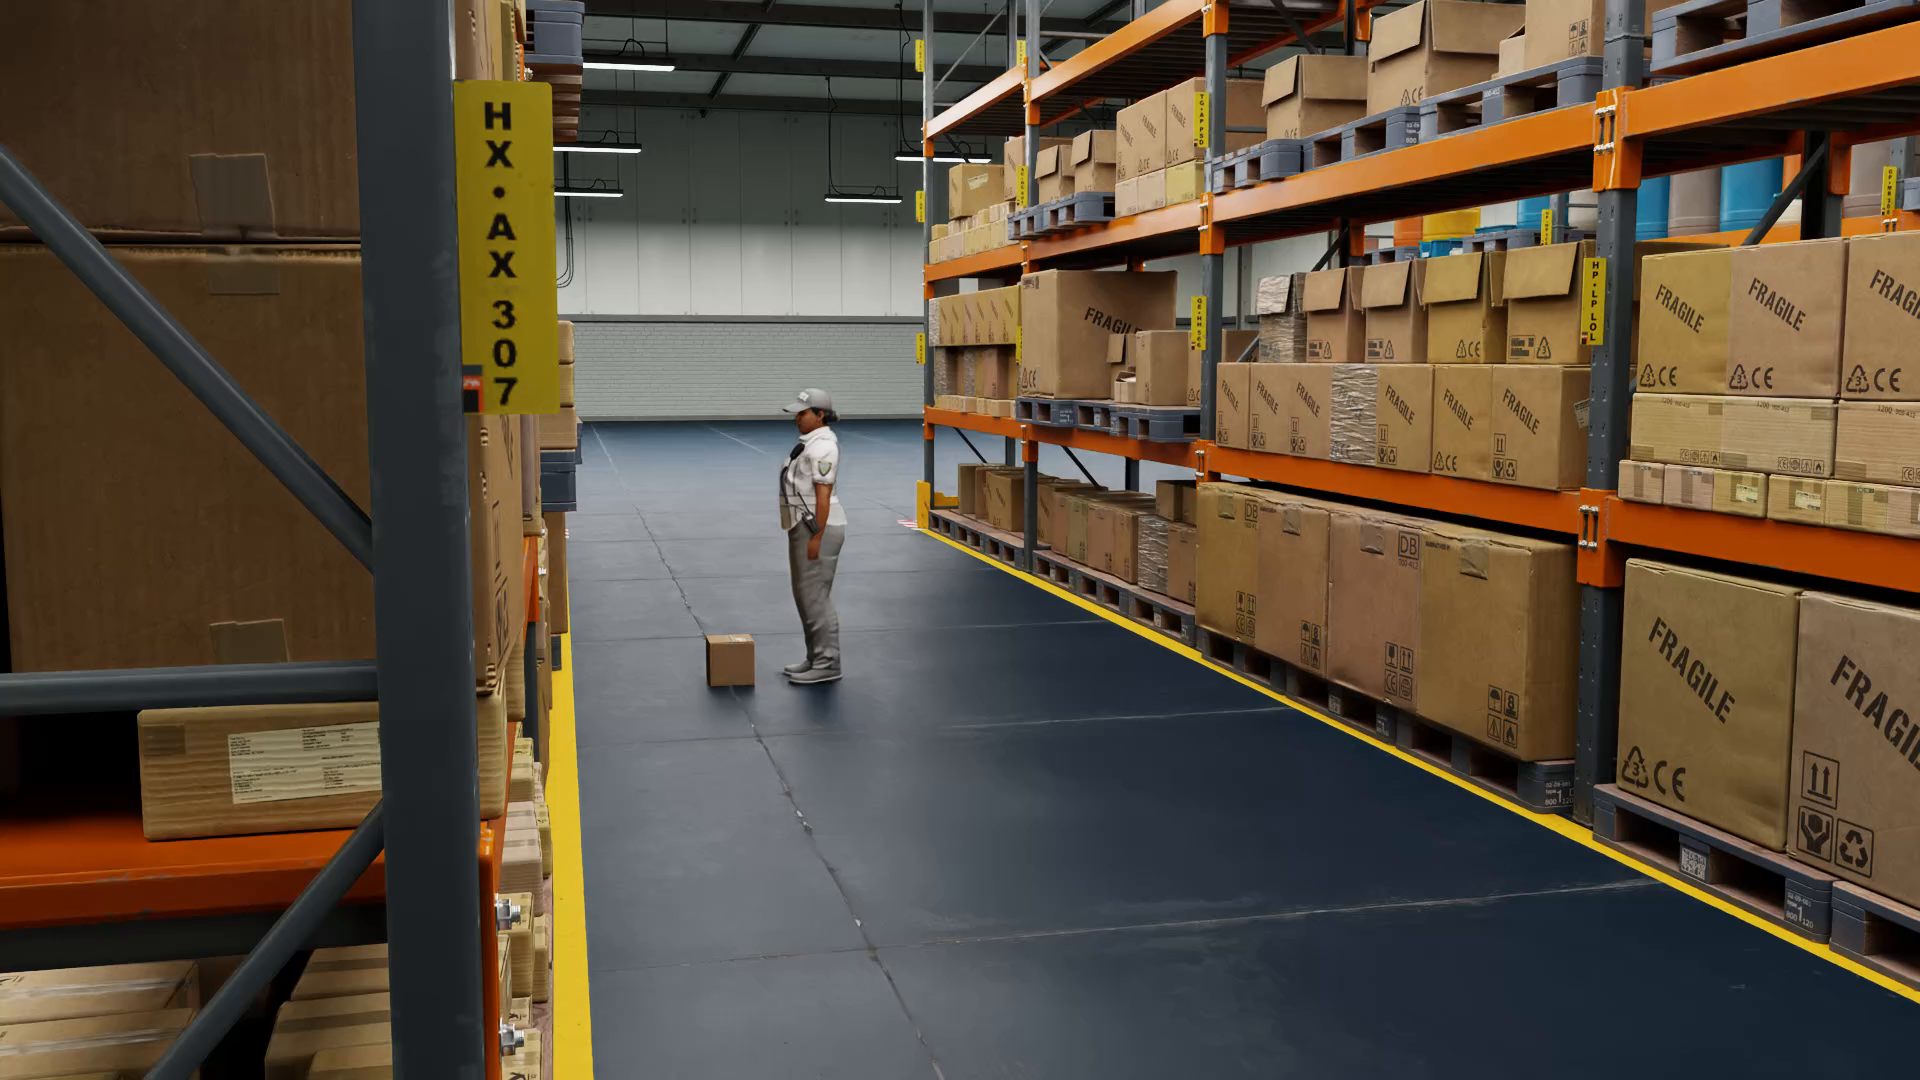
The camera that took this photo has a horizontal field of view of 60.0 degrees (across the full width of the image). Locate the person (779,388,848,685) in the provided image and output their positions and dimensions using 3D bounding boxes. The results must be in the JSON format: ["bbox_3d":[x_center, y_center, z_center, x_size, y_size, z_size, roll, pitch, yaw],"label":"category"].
[{"bbox_3d":[-0.840,-0.028,9.455,0.390,1.664,0.467,-1,6,-12],"label":"person"}]
